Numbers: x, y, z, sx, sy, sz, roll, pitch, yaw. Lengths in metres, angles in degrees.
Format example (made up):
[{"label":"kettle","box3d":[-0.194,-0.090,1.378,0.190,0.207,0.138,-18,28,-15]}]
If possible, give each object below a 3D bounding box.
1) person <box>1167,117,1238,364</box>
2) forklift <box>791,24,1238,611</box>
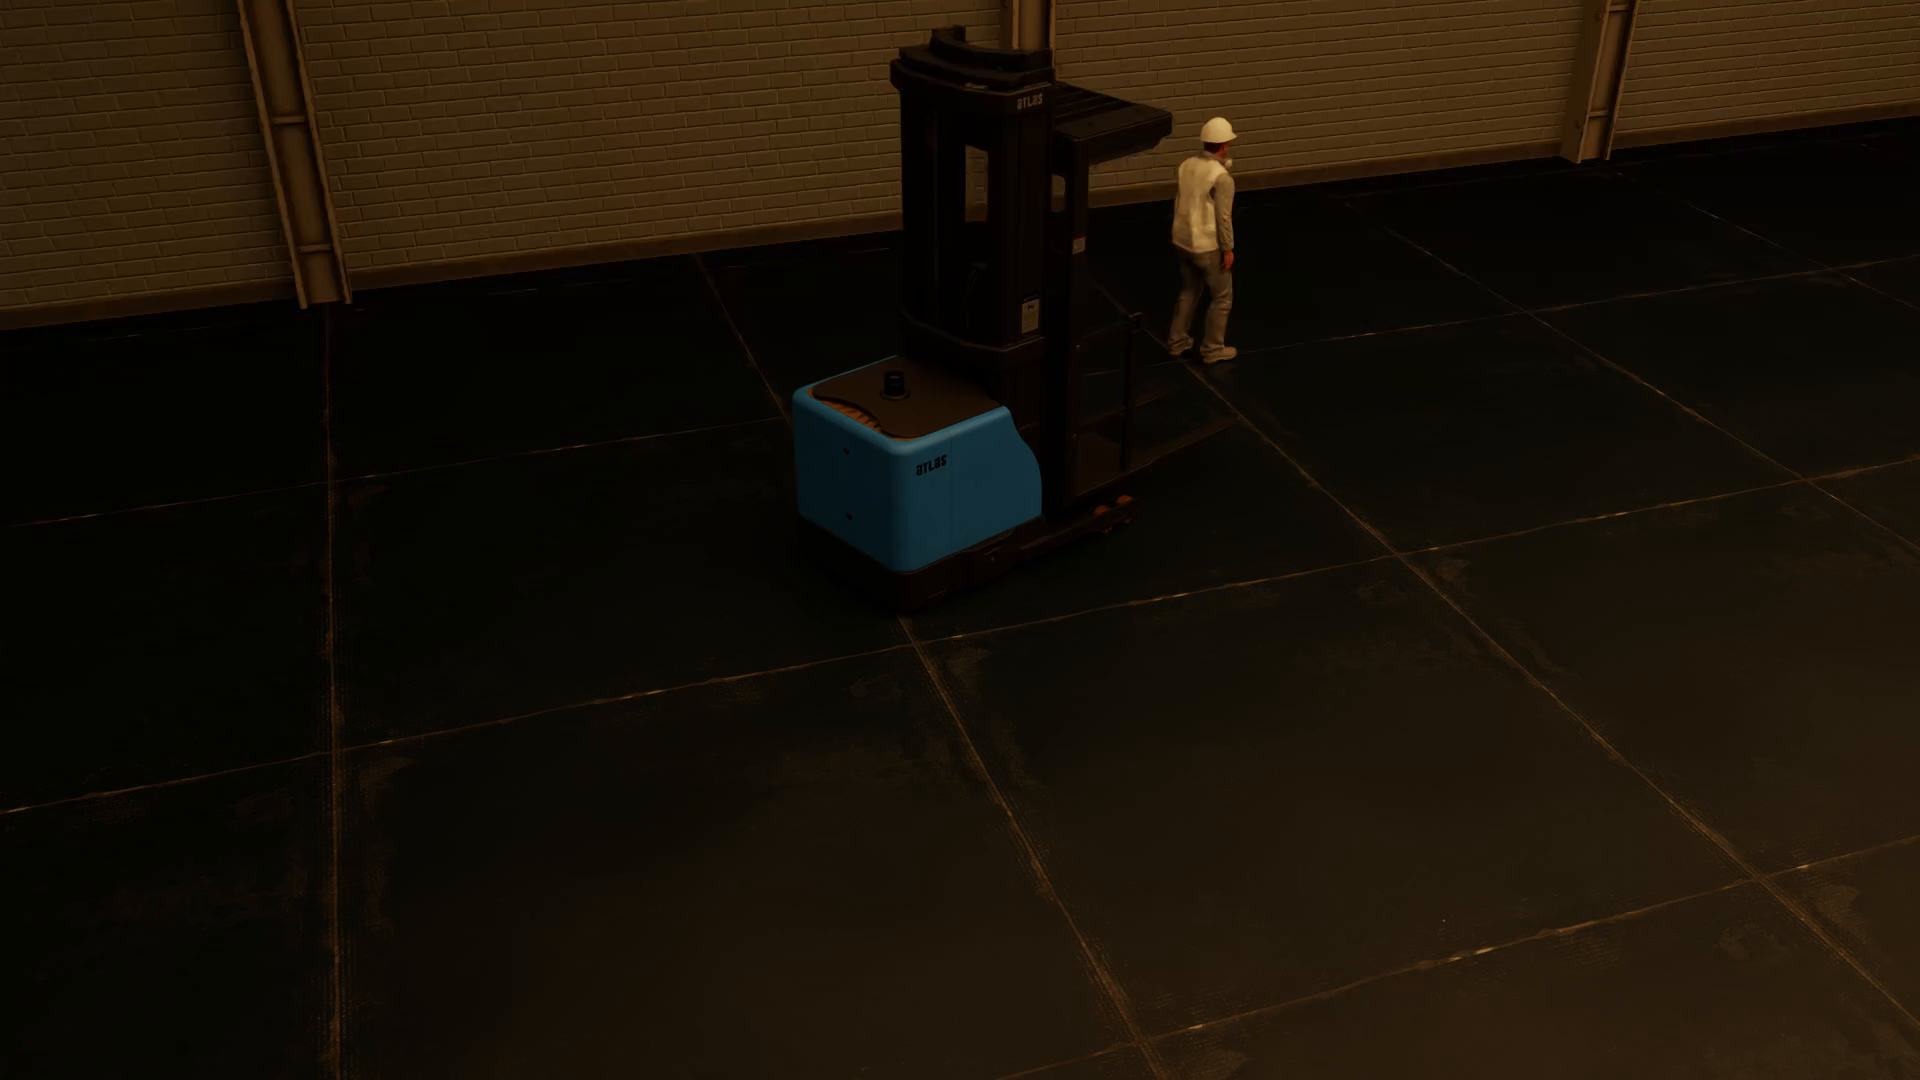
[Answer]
[{"label":"person","box3d":[1.770,-2.166,12.029,0.471,1.766,0.632,-17,34,-27]},{"label":"forklift","box3d":[0.475,-1.488,9.673,3.031,2.935,1.130,-24,37,-35]}]
